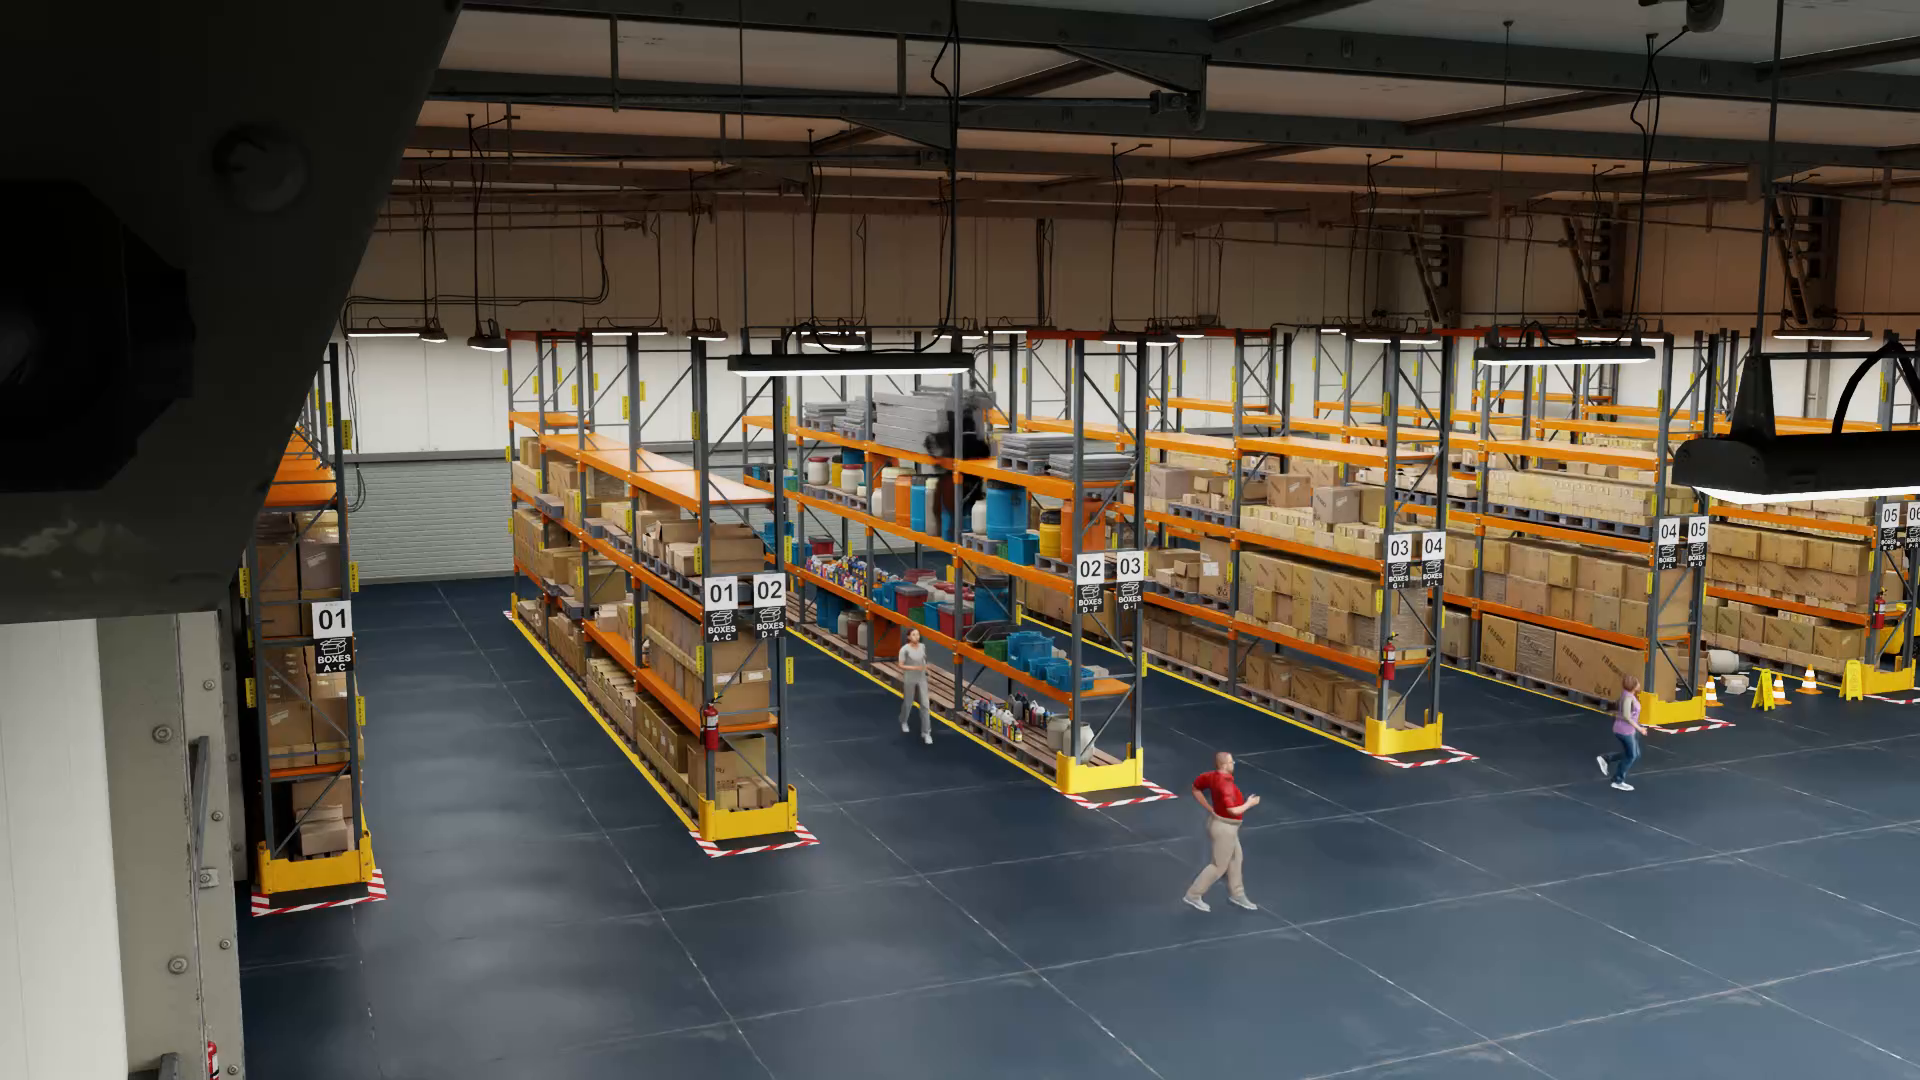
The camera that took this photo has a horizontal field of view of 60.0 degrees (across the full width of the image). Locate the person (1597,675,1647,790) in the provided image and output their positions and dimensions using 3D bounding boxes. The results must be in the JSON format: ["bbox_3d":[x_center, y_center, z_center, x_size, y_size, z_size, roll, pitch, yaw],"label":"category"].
[{"bbox_3d":[8.847,2.560,22.201,0.607,1.564,0.561,3,8,19],"label":"person"}]

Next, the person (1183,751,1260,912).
[{"bbox_3d":[2.768,3.096,17.530,0.843,1.775,0.648,-1,8,-7],"label":"person"}]

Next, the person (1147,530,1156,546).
[{"bbox_3d":[4.733,-0.194,41.782,0.529,1.731,0.710,-4,9,-25],"label":"person"}]

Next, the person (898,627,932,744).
[{"bbox_3d":[-0.682,2.122,24.753,0.552,1.693,0.910,-4,9,-24],"label":"person"}]
